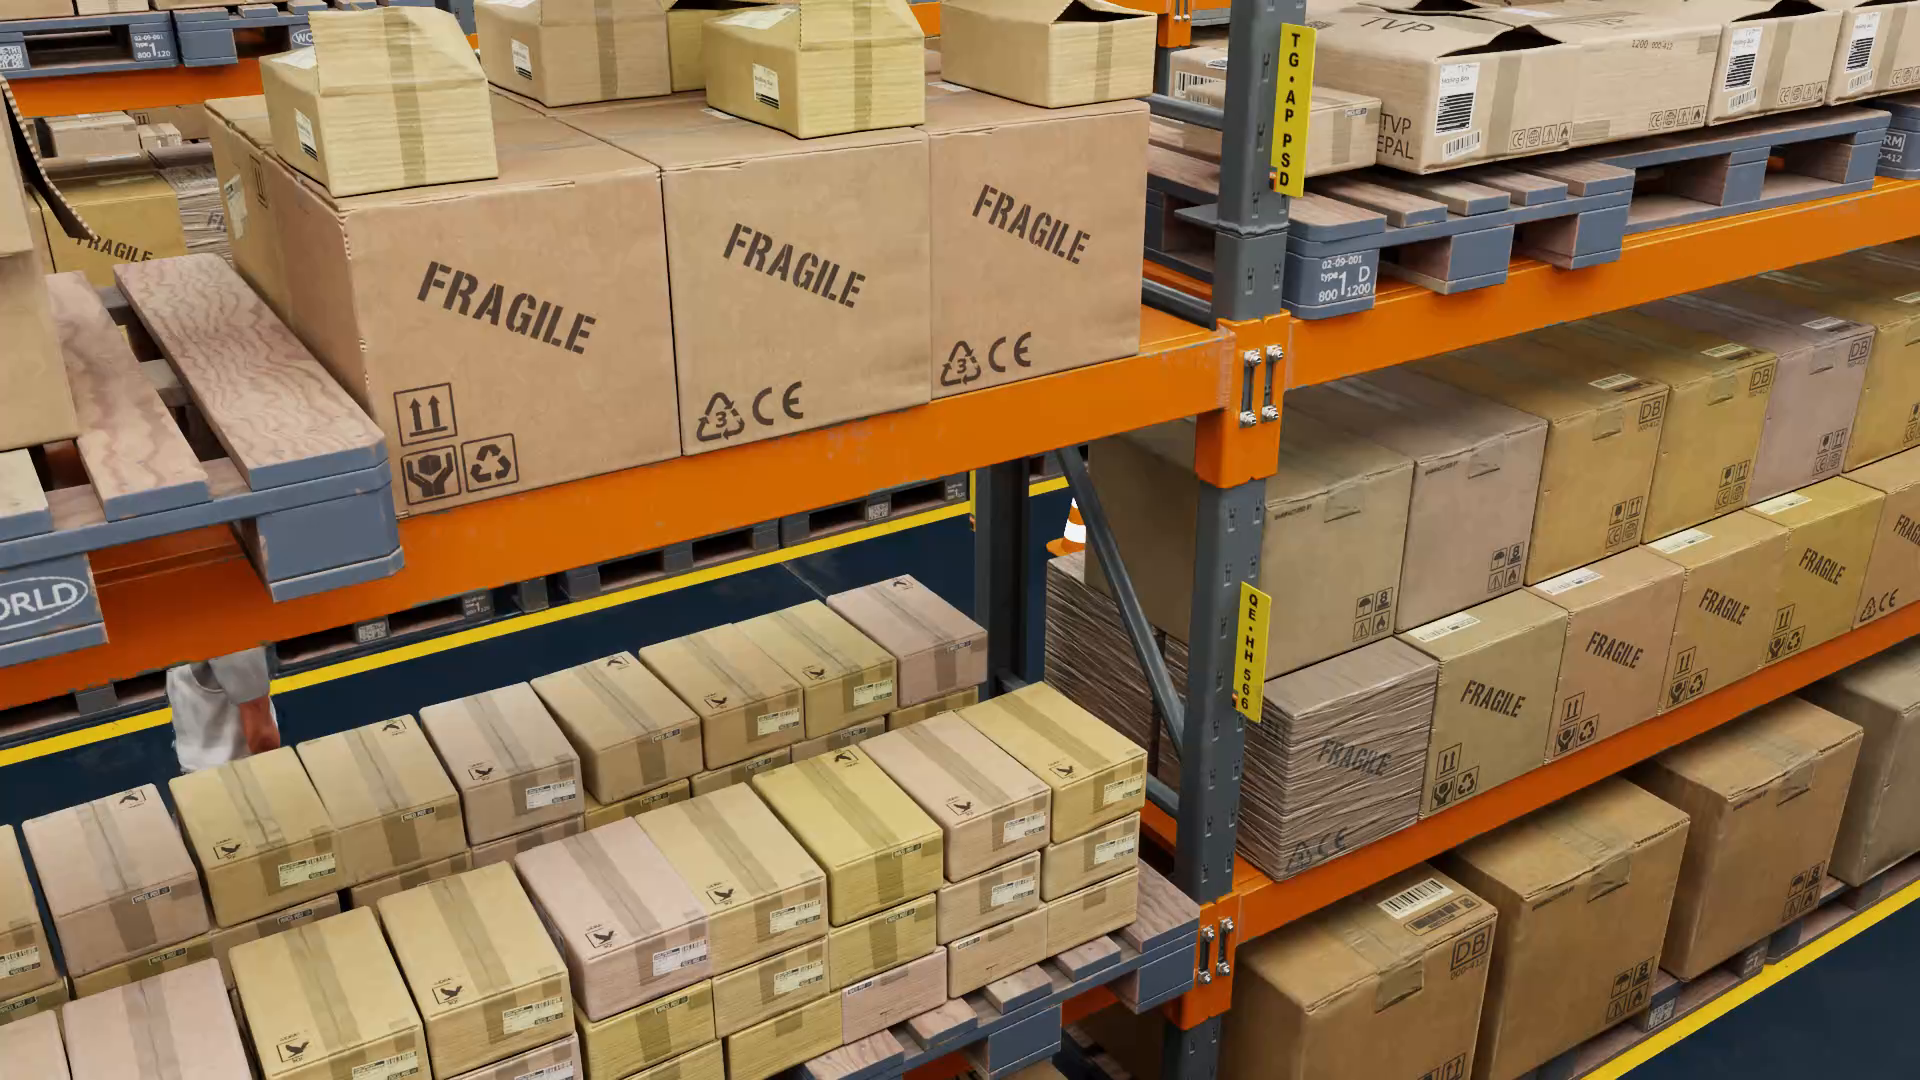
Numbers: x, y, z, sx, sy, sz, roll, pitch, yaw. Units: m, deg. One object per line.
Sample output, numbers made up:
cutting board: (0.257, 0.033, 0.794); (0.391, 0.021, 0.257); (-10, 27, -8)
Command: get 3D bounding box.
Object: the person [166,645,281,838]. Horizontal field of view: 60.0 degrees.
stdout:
person: (-2.408, 0.698, 5.563); (0.909, 1.758, 0.532); (-9, 26, -19)
